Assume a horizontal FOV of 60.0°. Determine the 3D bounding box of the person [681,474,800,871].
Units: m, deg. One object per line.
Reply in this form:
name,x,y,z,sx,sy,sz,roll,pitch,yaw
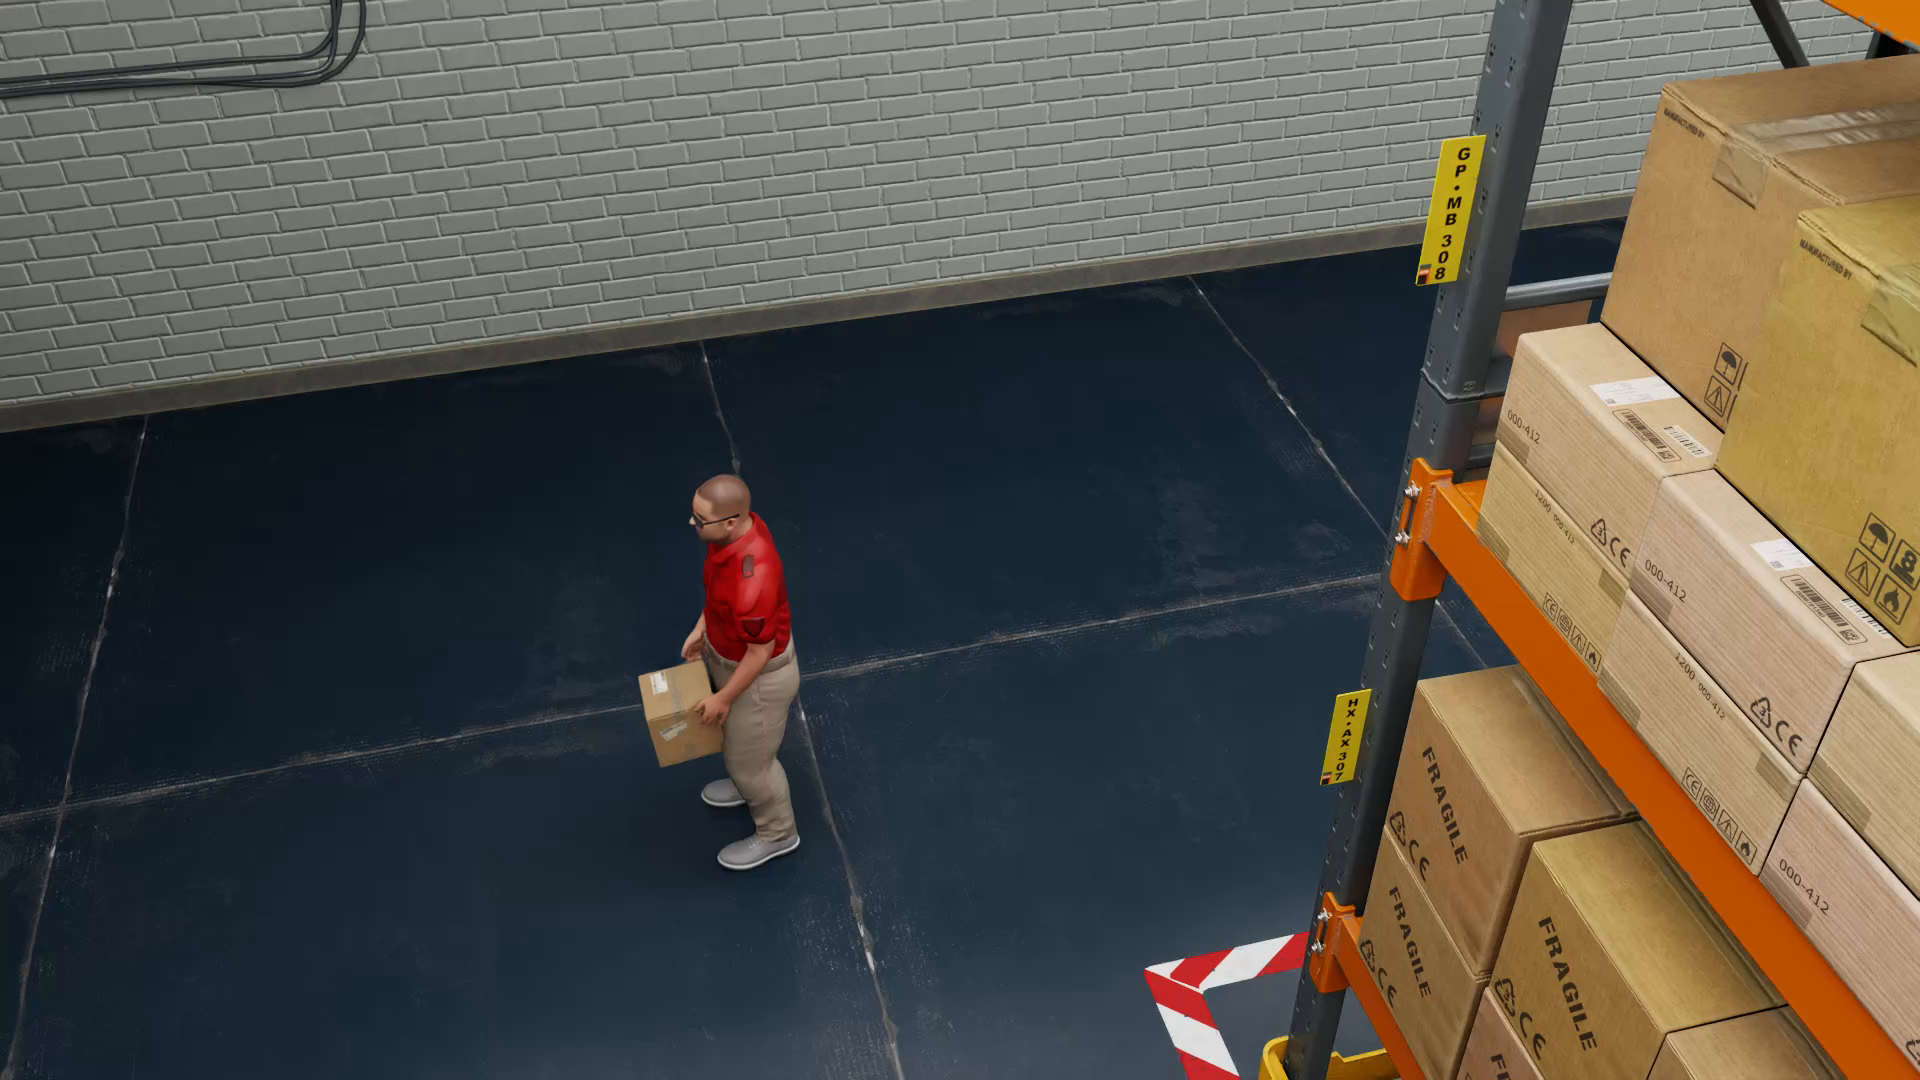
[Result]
person,-0.807,0.470,6.118,0.405,1.733,0.547,-10,39,-13
